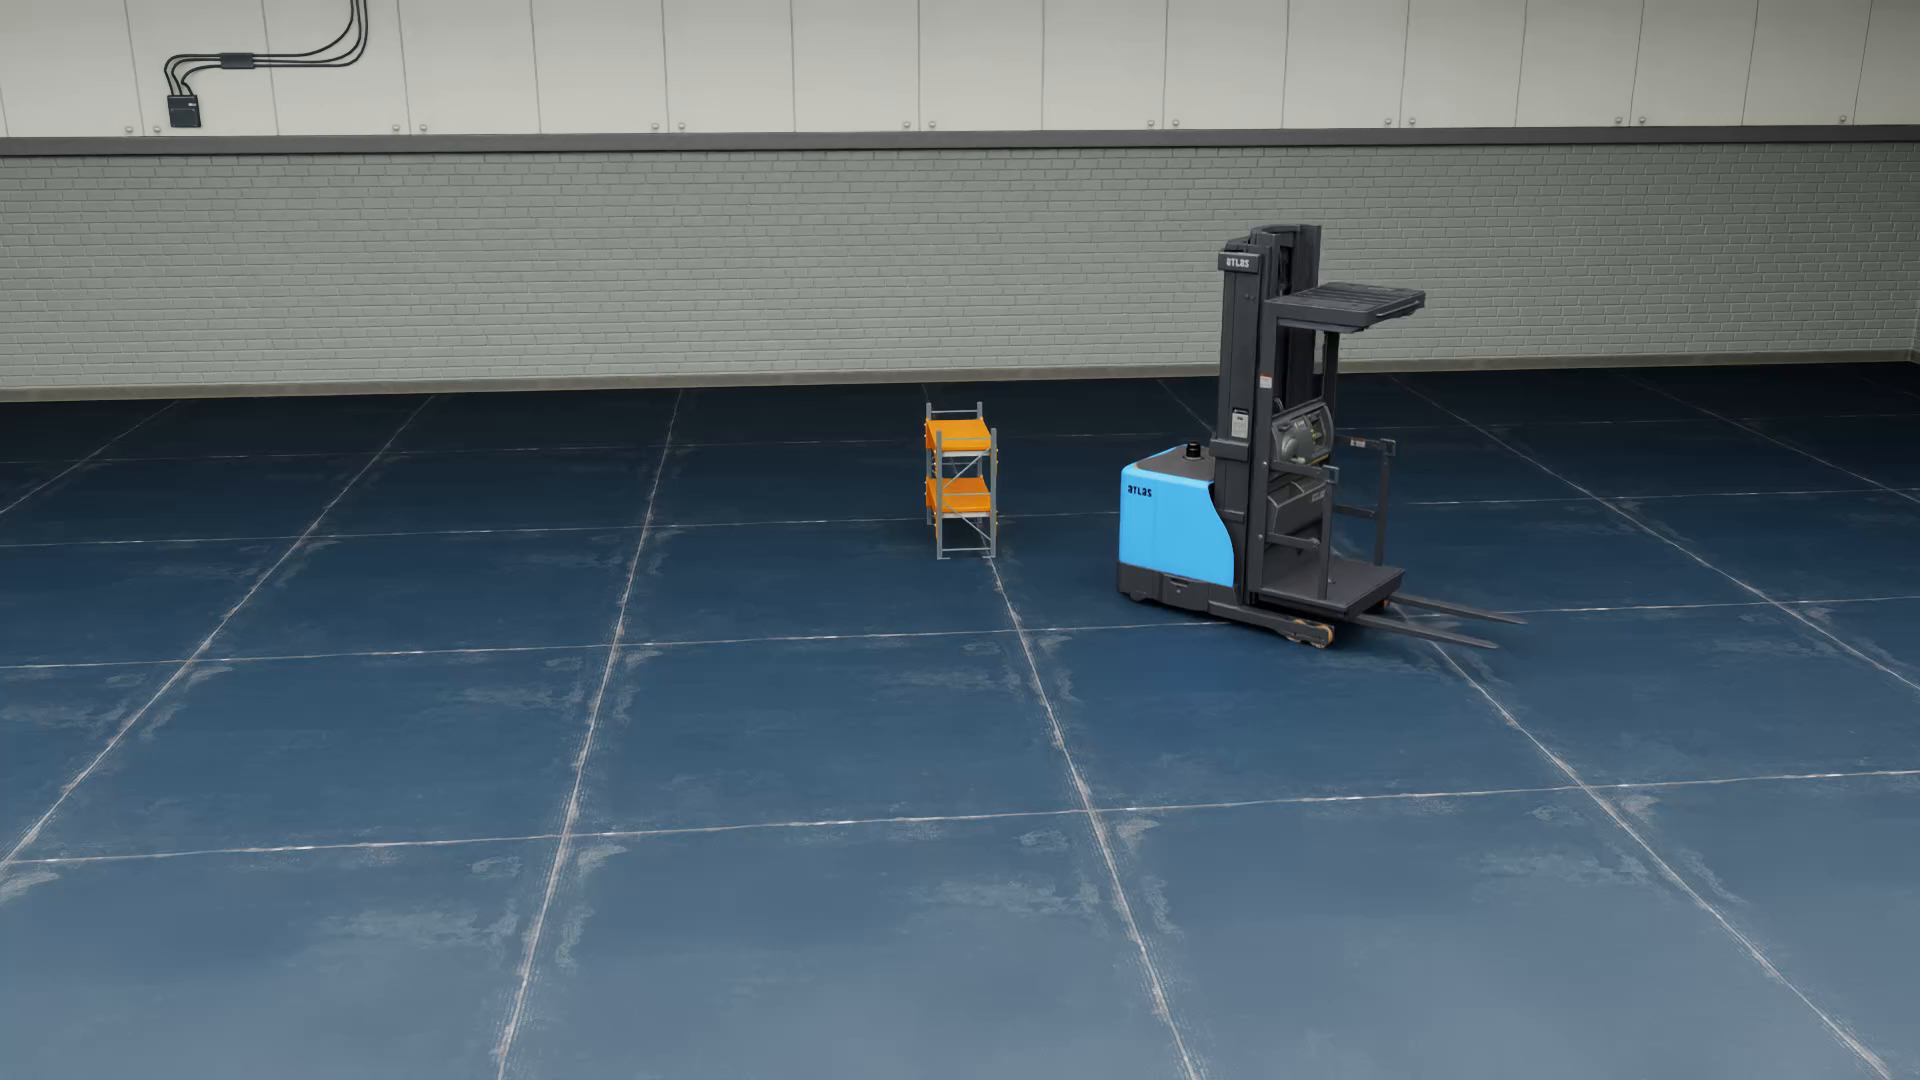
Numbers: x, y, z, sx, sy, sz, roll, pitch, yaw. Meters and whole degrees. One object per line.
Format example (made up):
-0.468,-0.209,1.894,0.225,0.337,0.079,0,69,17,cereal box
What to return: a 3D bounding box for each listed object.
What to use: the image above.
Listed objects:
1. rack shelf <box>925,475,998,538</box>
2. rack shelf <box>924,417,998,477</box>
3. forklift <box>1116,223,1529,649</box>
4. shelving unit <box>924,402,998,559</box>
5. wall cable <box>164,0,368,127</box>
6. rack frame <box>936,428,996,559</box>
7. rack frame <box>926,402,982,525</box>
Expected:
0.001,-0.301,14.575,0.538,0.278,1.000,-2,18,-6,rack shelf
0.001,-0.814,14.415,0.538,0.278,1.000,-2,18,-6,rack shelf
2.720,-0.789,12.296,3.031,2.935,1.130,13,22,35,forklift
0.001,-0.535,14.502,0.538,1.125,1.048,-2,18,-6,shelving unit
-7.940,-7.665,18.390,2.305,6.003,0.169,-2,18,-6,wall cable
0.053,-0.383,14.020,0.500,1.125,0.032,-2,18,-6,rack frame
-0.052,-0.686,14.985,0.500,1.125,0.032,-2,18,-6,rack frame
